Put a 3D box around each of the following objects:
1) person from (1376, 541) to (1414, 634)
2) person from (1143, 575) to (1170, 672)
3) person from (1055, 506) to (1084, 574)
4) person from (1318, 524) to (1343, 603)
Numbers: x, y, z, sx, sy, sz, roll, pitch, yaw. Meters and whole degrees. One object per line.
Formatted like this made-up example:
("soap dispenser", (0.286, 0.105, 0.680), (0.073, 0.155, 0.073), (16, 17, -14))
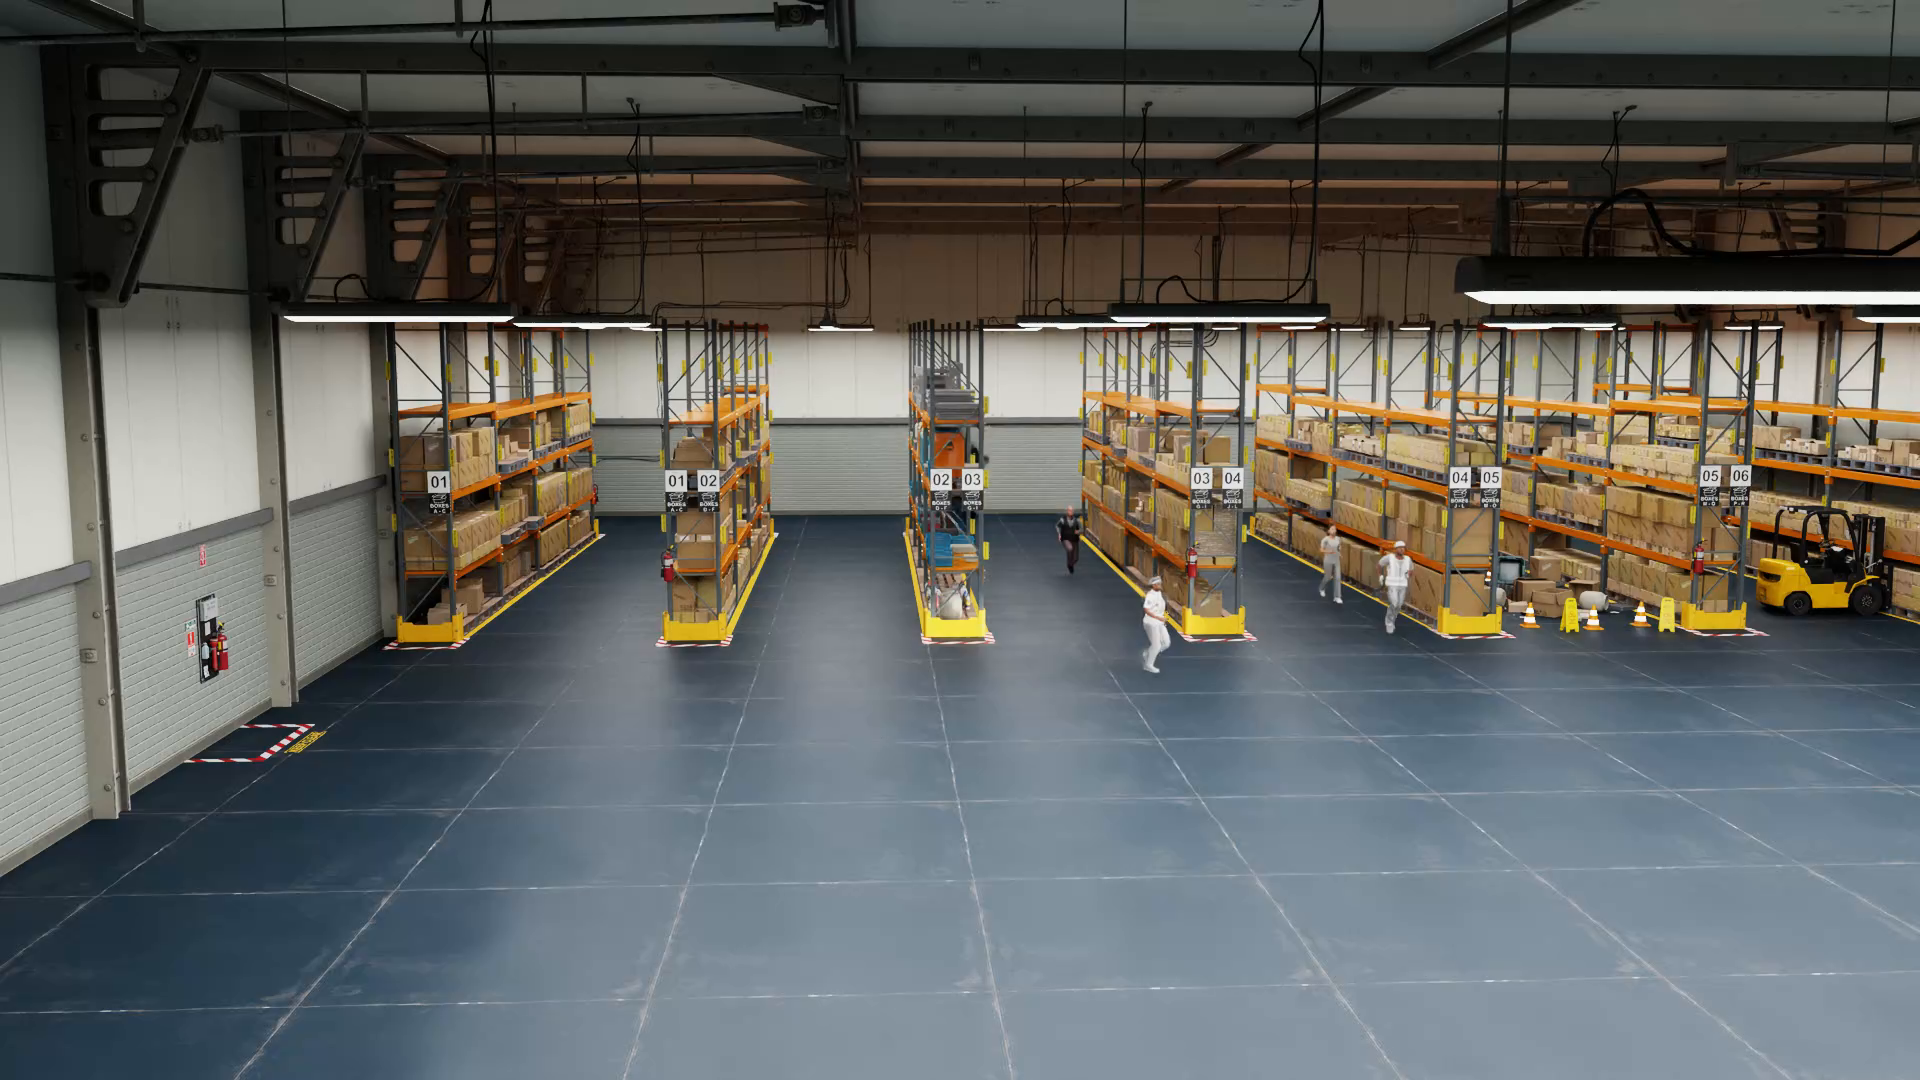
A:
("person", (8.413, 0.914, 32.015), (0.666, 1.798, 0.654), (-1, 7, -9))
("person", (3.321, 1.418, 28.239), (0.547, 1.664, 0.595), (4, 8, 31))
("person", (2.578, 0.023, 38.979), (0.667, 1.631, 0.949), (-1, 7, -6))
("person", (7.940, 0.480, 35.502), (0.571, 1.639, 0.990), (-1, 7, -12))
